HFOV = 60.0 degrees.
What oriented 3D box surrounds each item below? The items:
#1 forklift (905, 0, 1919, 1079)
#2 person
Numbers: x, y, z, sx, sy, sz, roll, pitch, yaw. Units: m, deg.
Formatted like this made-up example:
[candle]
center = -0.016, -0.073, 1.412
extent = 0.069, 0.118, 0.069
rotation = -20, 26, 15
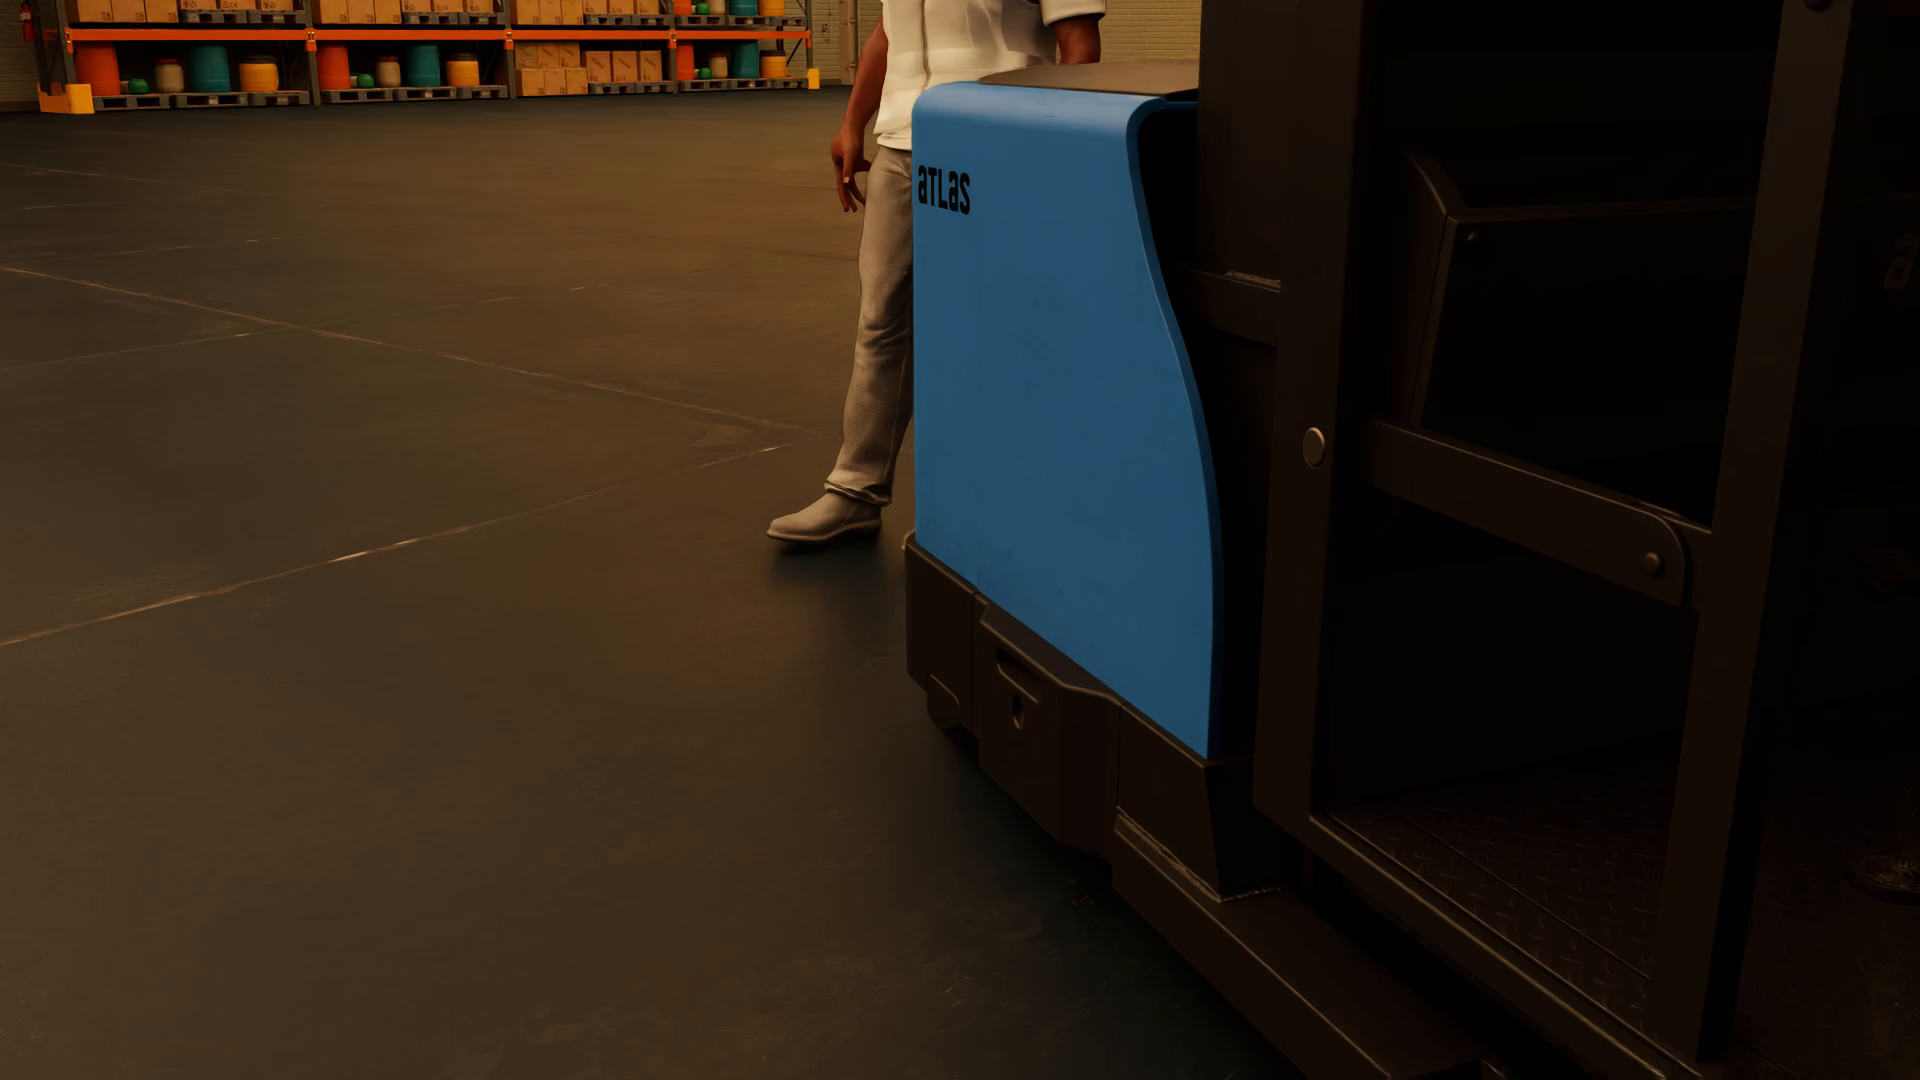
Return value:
[forklift]
center = 0.943, -0.775, 1.450
extent = 1.130, 2.935, 3.031
rotation = -7, 18, -22
[person]
center = -0.049, -0.837, 3.634
extent = 0.665, 1.769, 0.574
rotation = 13, 21, 37
